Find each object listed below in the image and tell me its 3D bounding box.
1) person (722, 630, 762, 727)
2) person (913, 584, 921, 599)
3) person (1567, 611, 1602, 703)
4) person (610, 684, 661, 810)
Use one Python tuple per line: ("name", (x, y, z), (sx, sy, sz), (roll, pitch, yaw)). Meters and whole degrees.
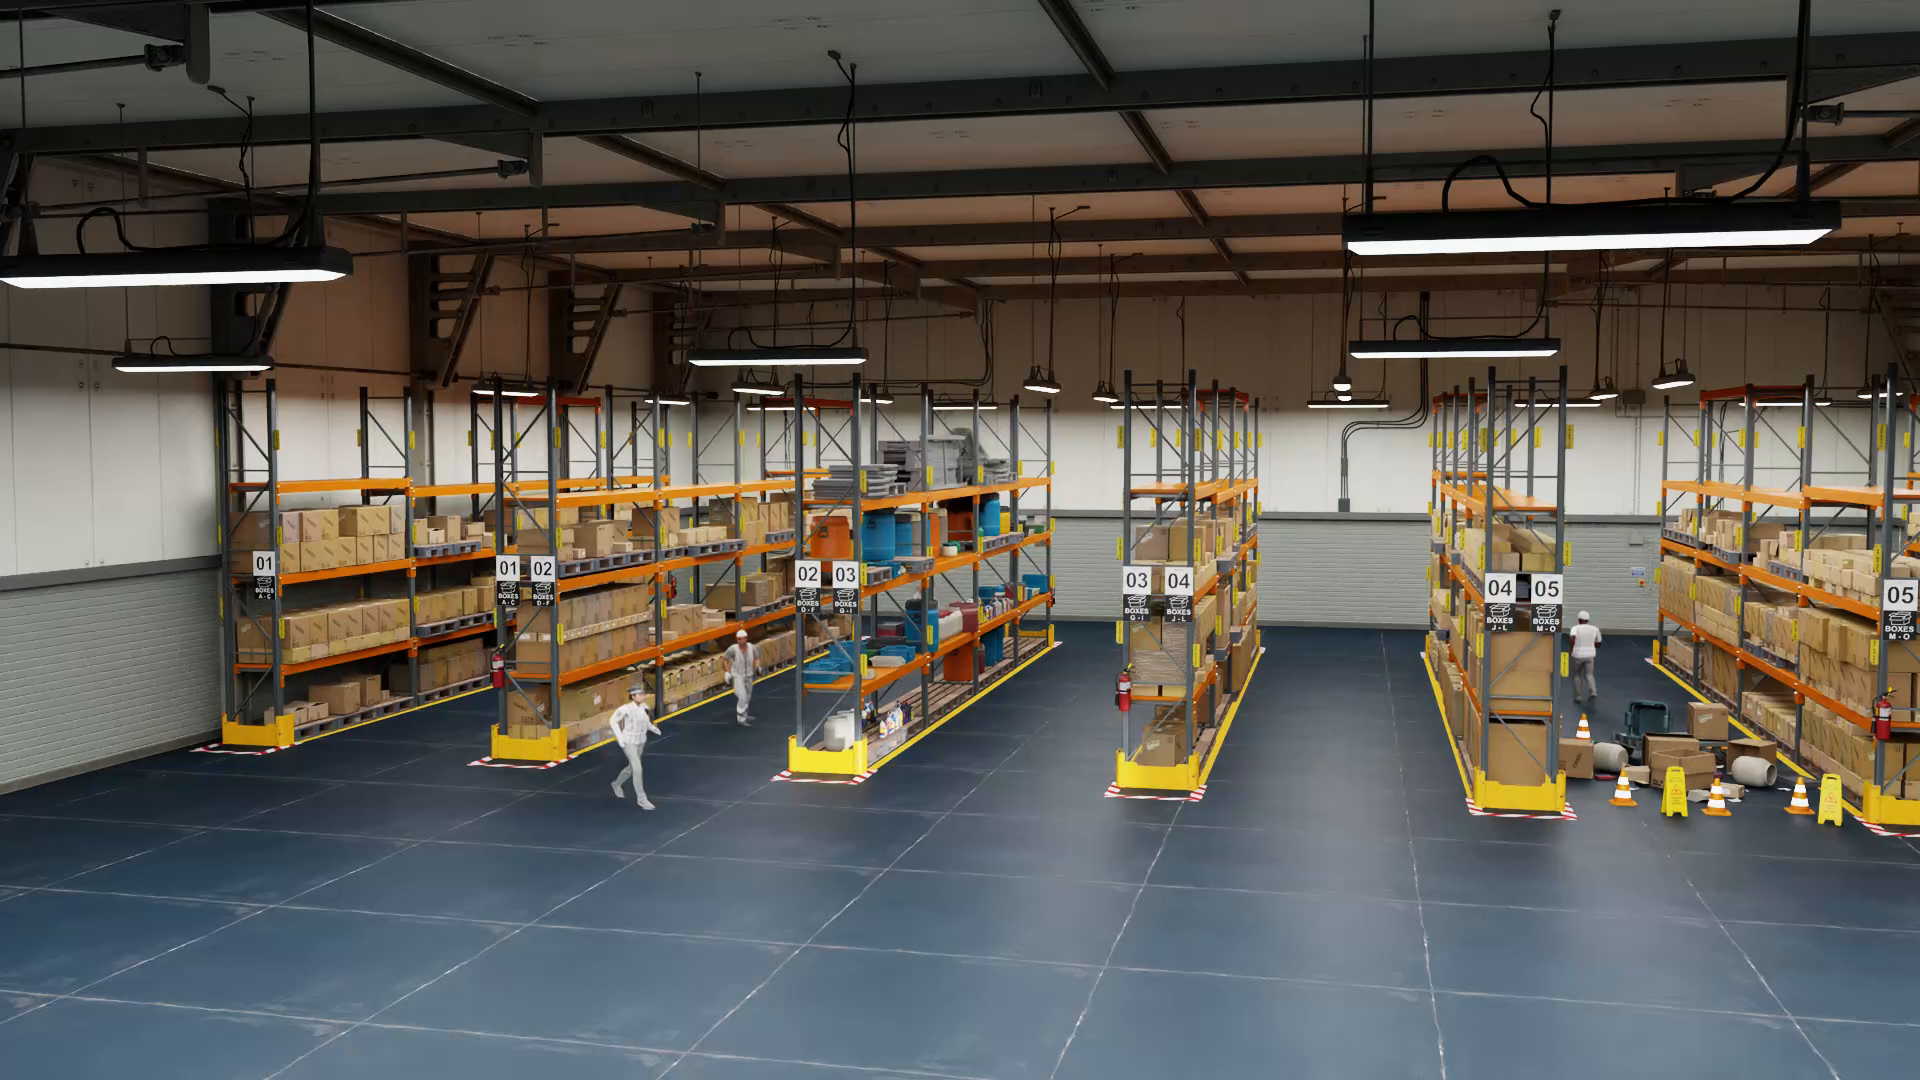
("person", (-3.784, 2.420, 29.190), (0.672, 1.737, 0.843), (-3, 4, -40))
("person", (-0.875, 1.867, 39.591), (0.543, 1.538, 0.886), (1, 4, 18))
("person", (11.810, 2.236, 31.418), (0.660, 1.772, 0.958), (0, 3, 5))
("person", (-4.480, 2.794, 22.748), (0.893, 1.685, 0.583), (2, 4, 34))
